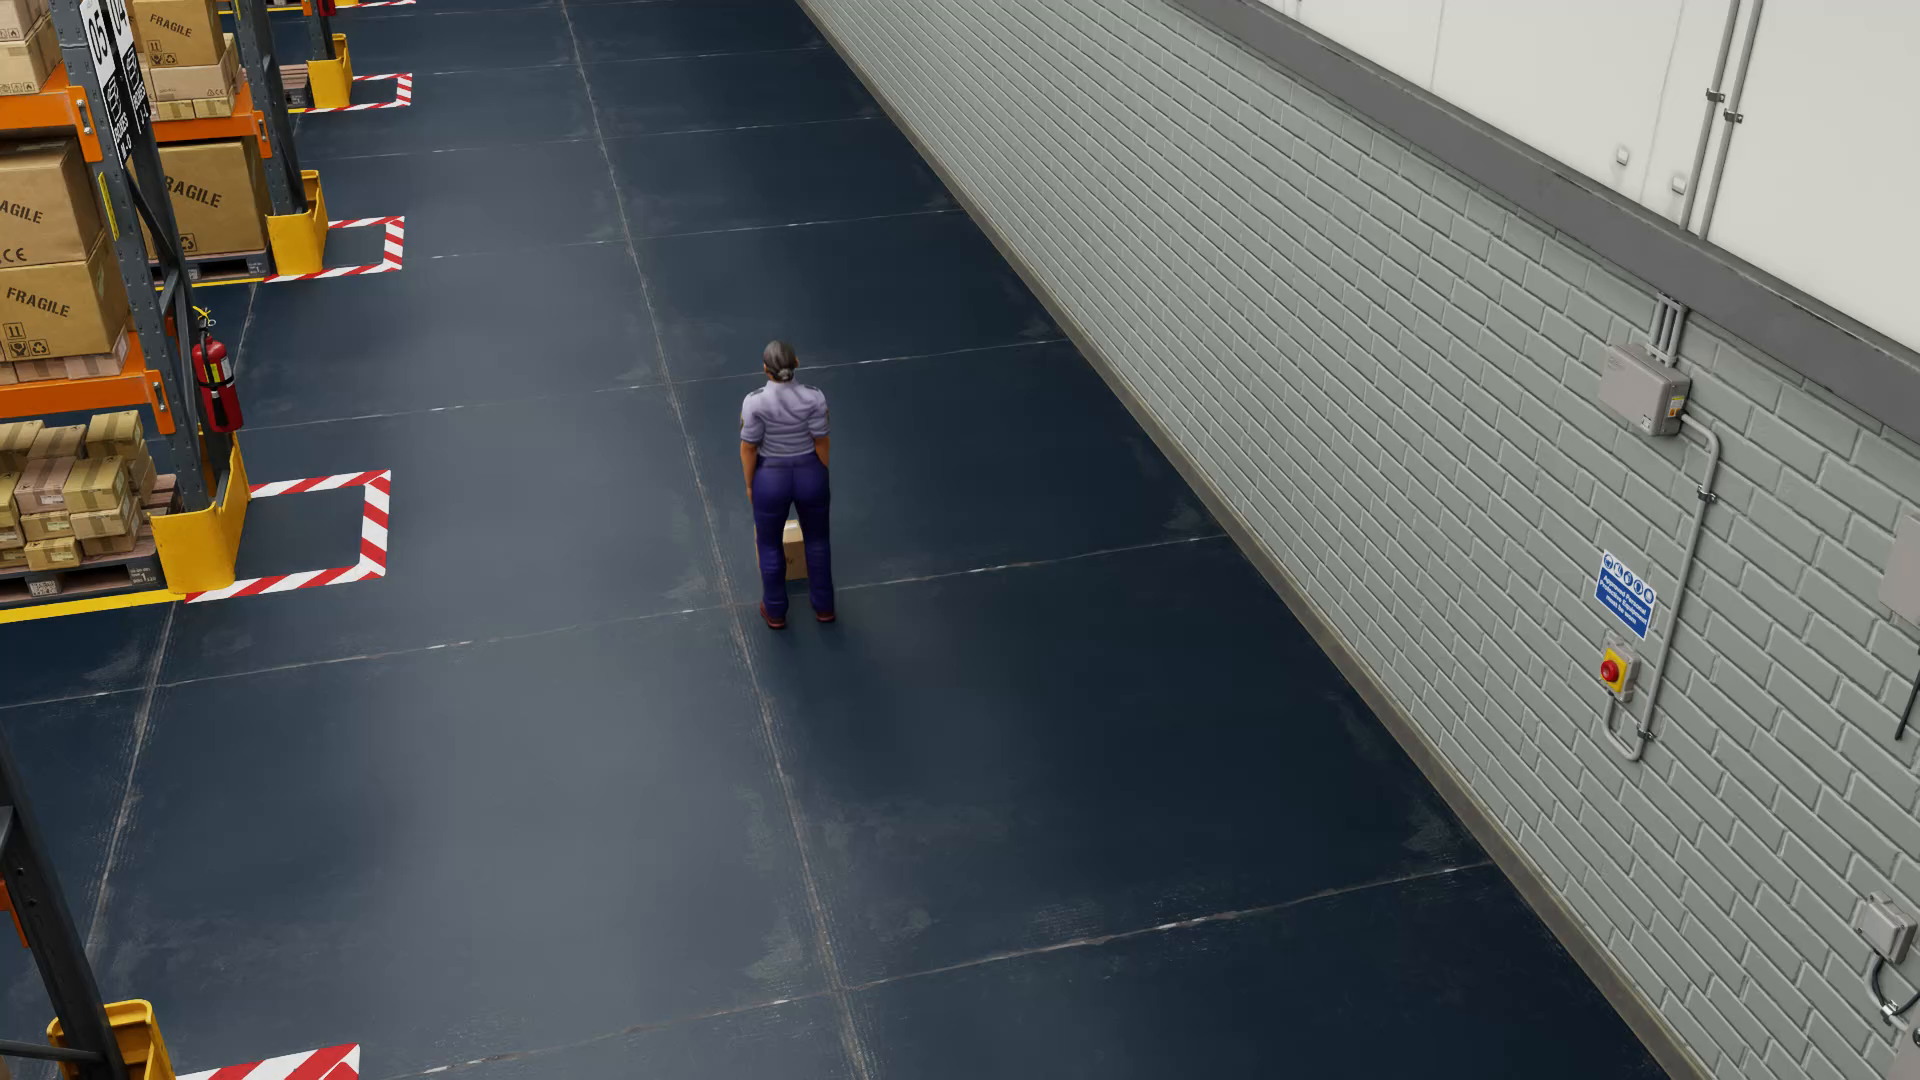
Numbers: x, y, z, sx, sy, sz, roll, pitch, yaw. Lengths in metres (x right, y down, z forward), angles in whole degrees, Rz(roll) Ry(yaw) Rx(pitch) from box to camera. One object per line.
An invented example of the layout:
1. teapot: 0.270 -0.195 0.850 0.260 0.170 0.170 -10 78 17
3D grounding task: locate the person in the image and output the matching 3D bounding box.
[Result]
1. person: -0.914 -0.300 8.764 0.467 1.646 0.343 -7 31 -12
